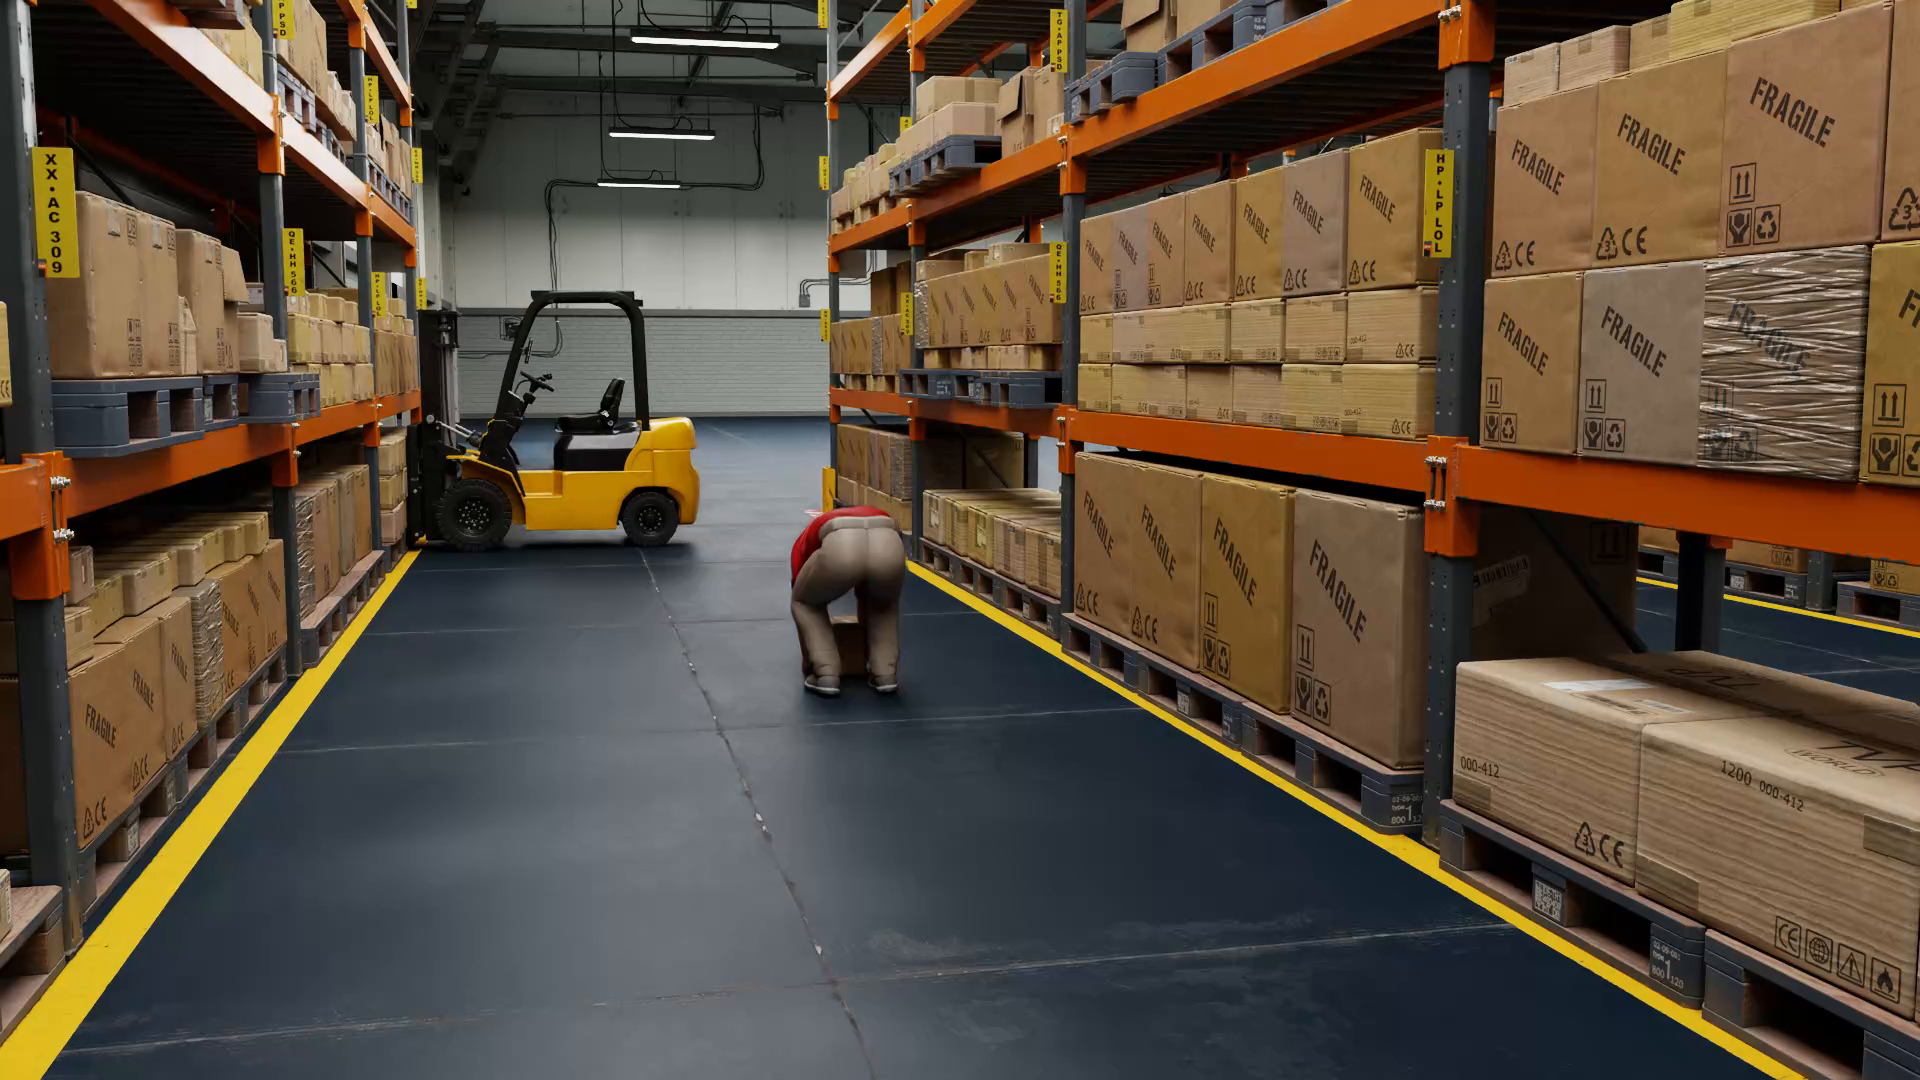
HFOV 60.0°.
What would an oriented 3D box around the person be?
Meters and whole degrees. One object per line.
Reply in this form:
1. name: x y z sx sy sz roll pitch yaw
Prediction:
1. person: -0.559 0.266 8.055 0.543 0.884 0.956 -2 6 -16
